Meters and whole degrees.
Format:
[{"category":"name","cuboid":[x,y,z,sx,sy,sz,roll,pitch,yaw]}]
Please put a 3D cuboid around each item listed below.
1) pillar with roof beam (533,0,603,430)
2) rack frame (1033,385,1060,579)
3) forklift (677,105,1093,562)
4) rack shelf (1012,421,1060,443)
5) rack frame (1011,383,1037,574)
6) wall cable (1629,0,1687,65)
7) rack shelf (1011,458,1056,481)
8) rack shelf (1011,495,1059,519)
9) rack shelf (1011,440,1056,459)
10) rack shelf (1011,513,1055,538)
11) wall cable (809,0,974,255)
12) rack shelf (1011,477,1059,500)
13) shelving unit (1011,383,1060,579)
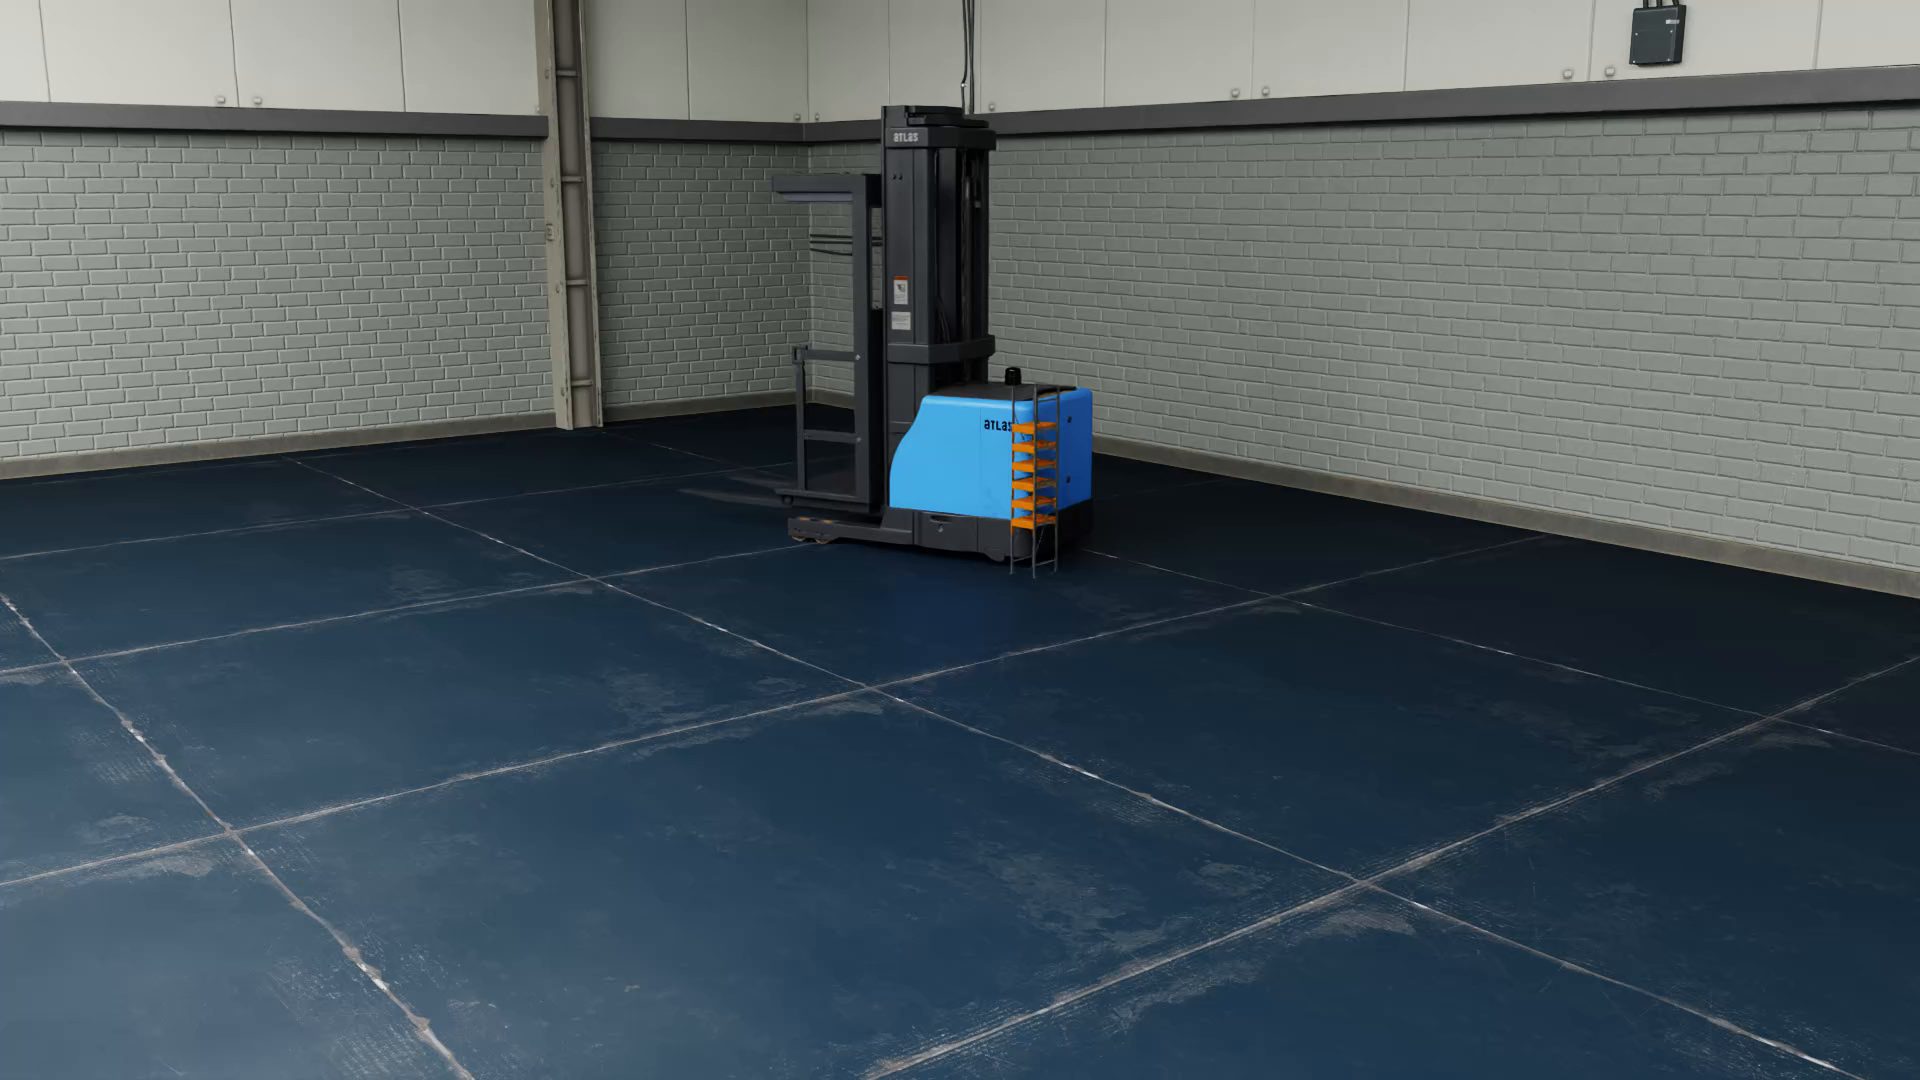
[{"category":"pillar with roof beam","cuboid":[-1.235,-4.875,12.922,0.400,9.000,9.100,-9,15,-38]},{"category":"rack frame","cuboid":[0.543,-0.363,10.448,0.006,1.200,0.240,11,16,41]},{"category":"forklift","cuboid":[-0.617,-1.492,11.599,3.031,2.935,1.130,7,14,29]},{"category":"rack shelf","cuboid":[0.475,-0.684,10.442,0.180,0.103,0.258,11,16,41]},{"category":"rack frame","cuboid":[0.406,-0.388,10.567,0.006,1.200,0.240,11,16,41]},{"category":"wall cable","cuboid":[5.120,-5.863,9.386,0.169,6.003,2.305,-9,15,-38]},{"category":"rack shelf","cuboid":[0.475,-0.449,10.492,0.180,0.103,0.258,11,16,41]},{"category":"rack shelf","cuboid":[0.474,-0.214,10.542,0.180,0.103,0.258,11,16,41]},{"category":"rack shelf","cuboid":[0.475,-0.567,10.467,0.180,0.103,0.258,11,16,41]},{"category":"rack shelf","cuboid":[0.474,-0.097,10.567,0.180,0.103,0.258,11,16,41]},{"category":"wall cable","cuboid":[-0.798,-4.222,17.323,0.112,2.526,3.097,-9,15,-38]},{"category":"rack shelf","cuboid":[0.474,-0.332,10.517,0.180,0.103,0.258,11,16,41]},{"category":"shelving unit","cuboid":[0.474,-0.375,10.507,0.189,1.200,0.258,11,16,41]}]
